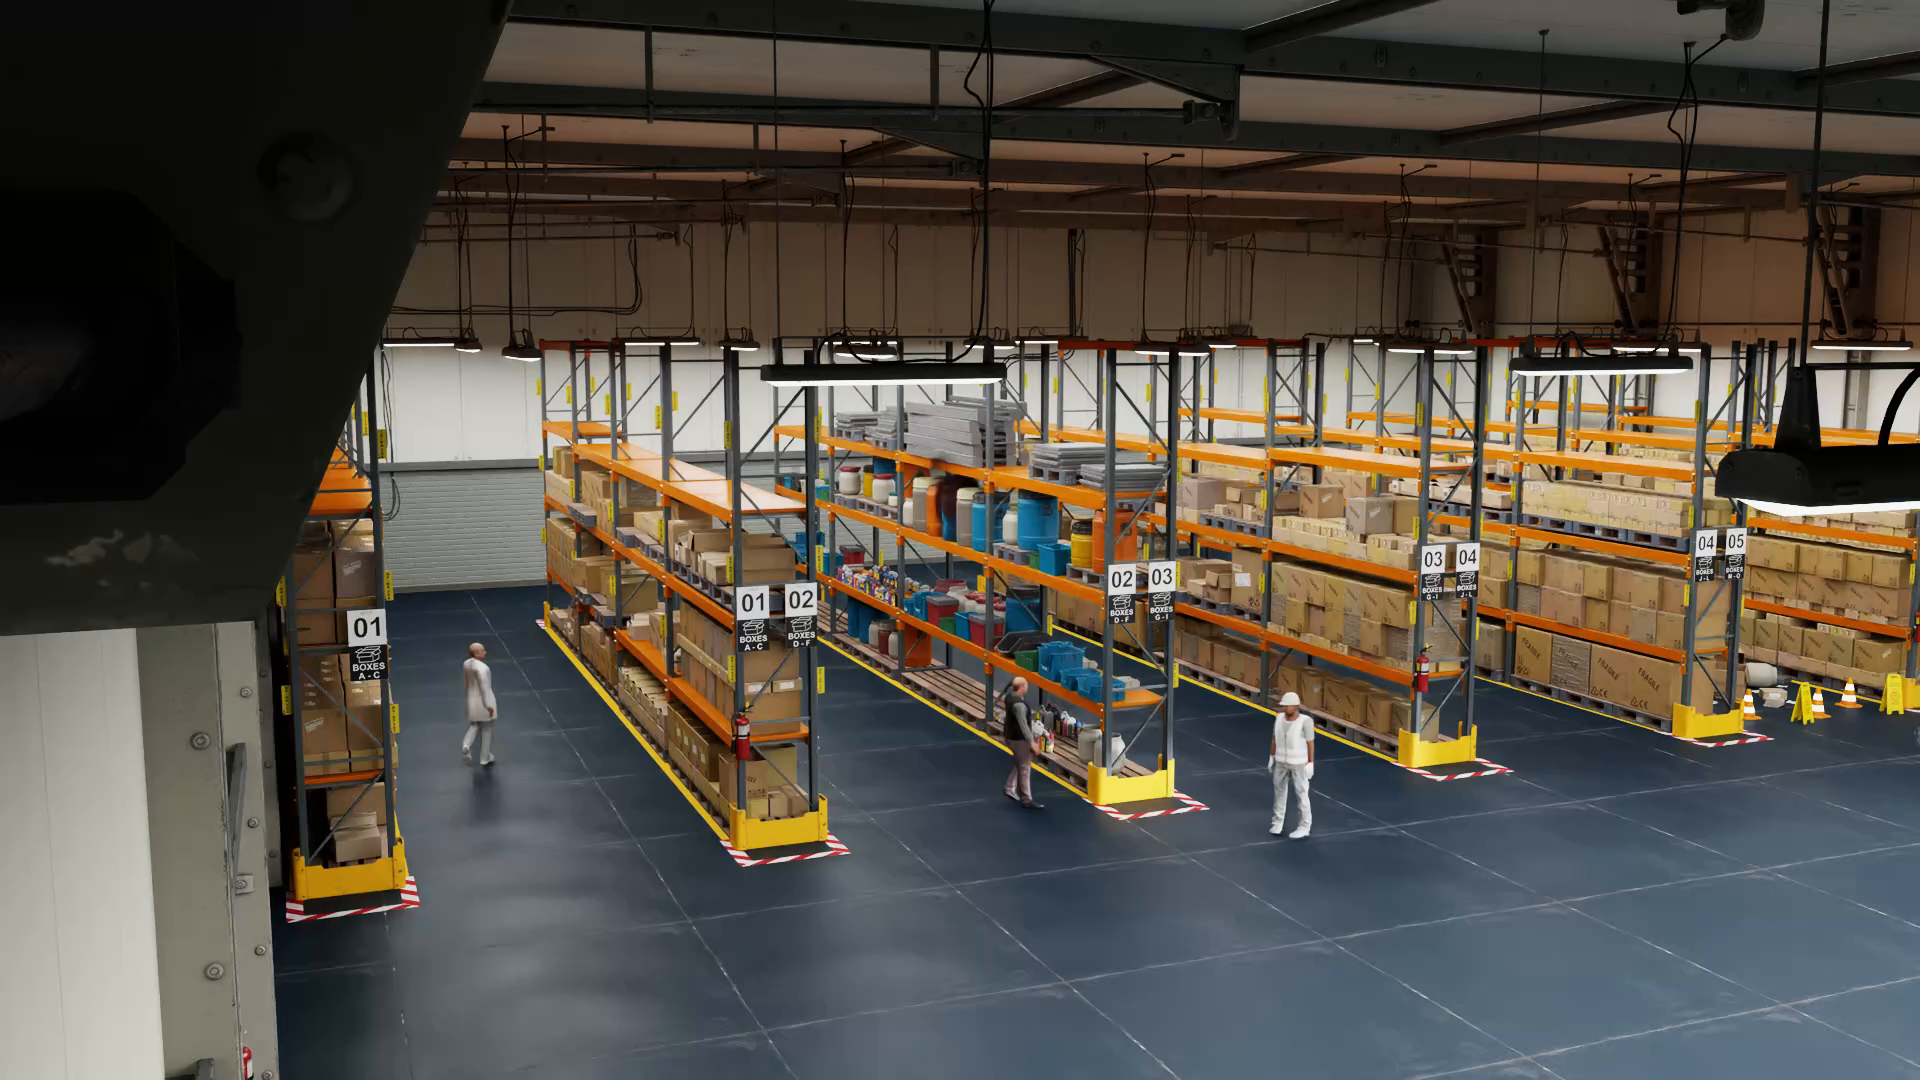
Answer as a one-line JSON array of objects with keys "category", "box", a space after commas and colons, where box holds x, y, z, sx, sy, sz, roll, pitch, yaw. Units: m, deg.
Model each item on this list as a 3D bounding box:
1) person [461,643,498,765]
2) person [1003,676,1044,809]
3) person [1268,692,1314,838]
[{"category": "person", "box": [-6.922, 2.369, 23.814, 0.539, 1.729, 0.663, 2, 8, 15]}, {"category": "person", "box": [0.821, 2.643, 21.883, 0.498, 1.734, 0.670, -1, 8, -11]}, {"category": "person", "box": [4.079, 2.766, 20.609, 0.598, 1.788, 0.436, 6, 10, 39]}]
